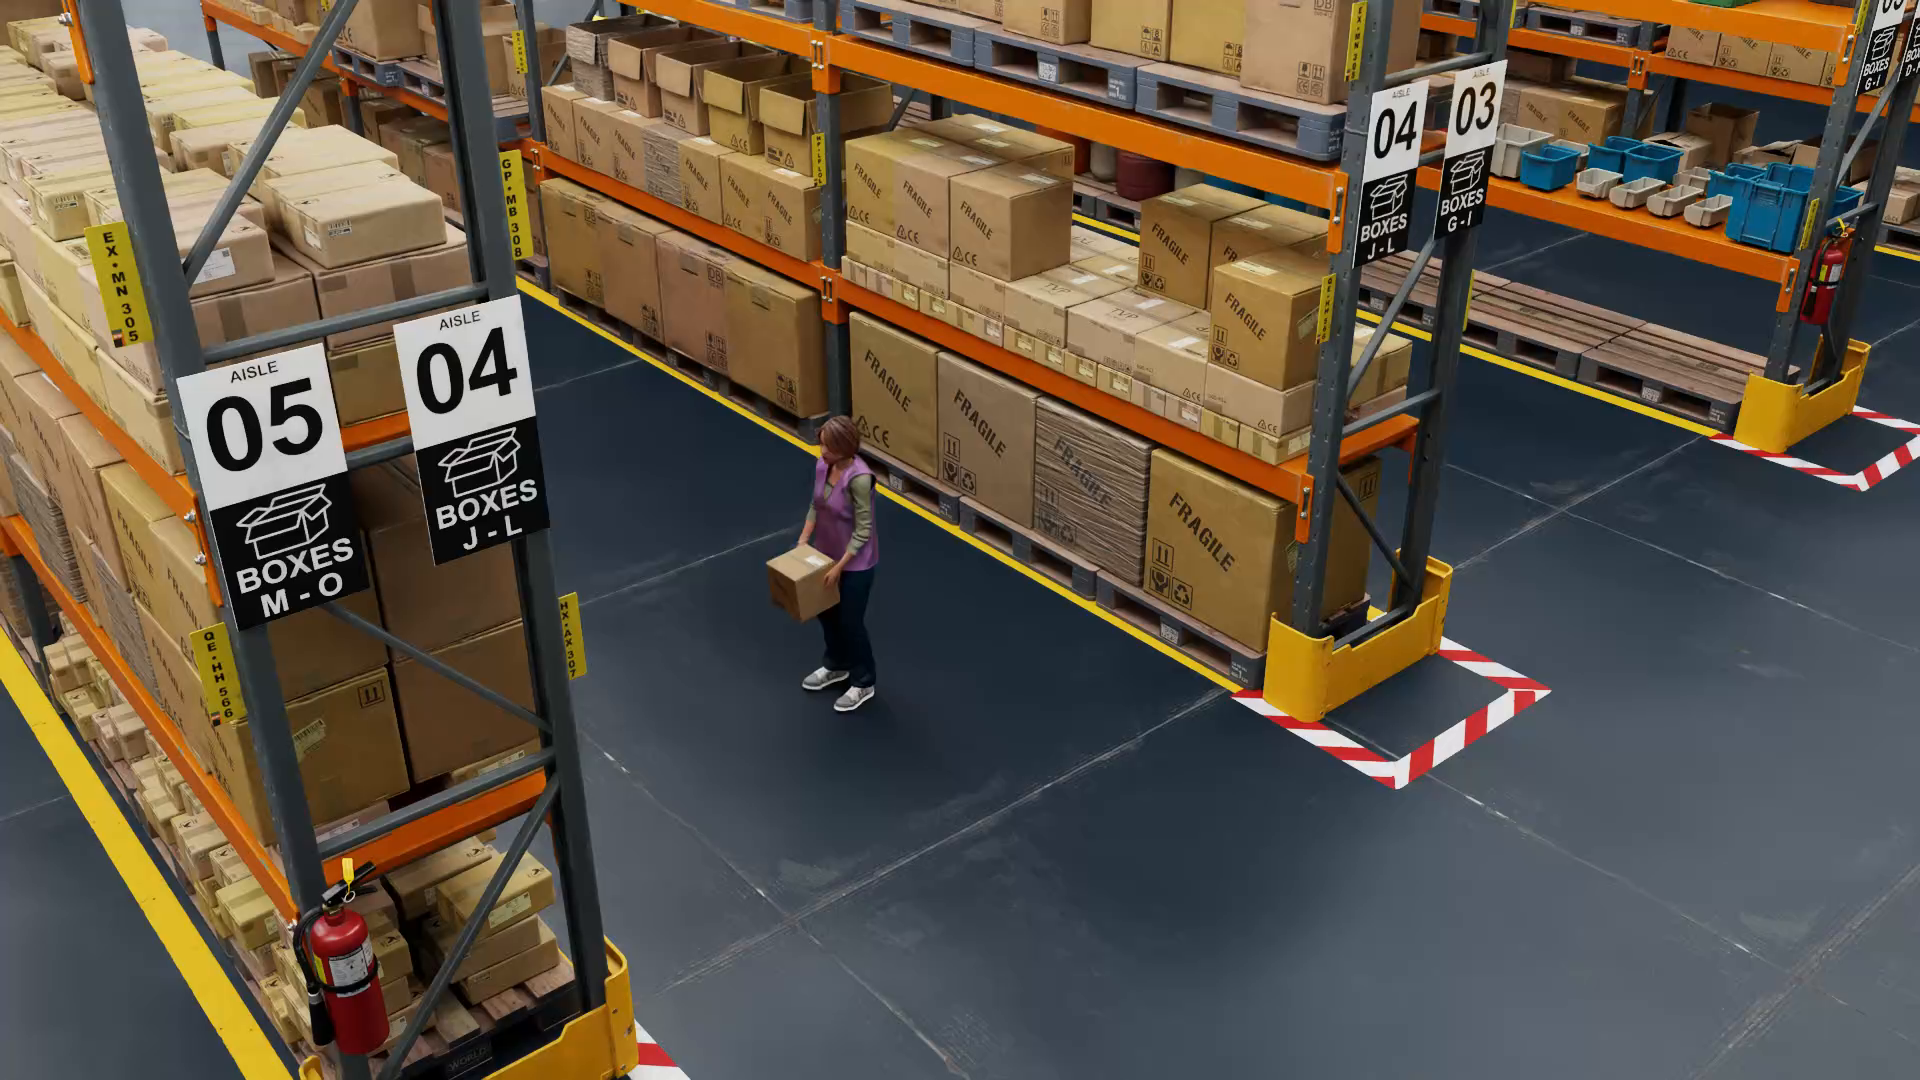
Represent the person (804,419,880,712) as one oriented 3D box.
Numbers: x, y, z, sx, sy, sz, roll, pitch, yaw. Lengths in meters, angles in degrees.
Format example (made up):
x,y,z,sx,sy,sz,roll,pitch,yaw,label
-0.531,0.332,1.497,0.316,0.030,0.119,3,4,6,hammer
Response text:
x,y,z,sx,sy,sz,roll,pitch,yaw,label
-0.593,0.108,8.434,0.342,1.595,0.456,-23,36,-36,person
